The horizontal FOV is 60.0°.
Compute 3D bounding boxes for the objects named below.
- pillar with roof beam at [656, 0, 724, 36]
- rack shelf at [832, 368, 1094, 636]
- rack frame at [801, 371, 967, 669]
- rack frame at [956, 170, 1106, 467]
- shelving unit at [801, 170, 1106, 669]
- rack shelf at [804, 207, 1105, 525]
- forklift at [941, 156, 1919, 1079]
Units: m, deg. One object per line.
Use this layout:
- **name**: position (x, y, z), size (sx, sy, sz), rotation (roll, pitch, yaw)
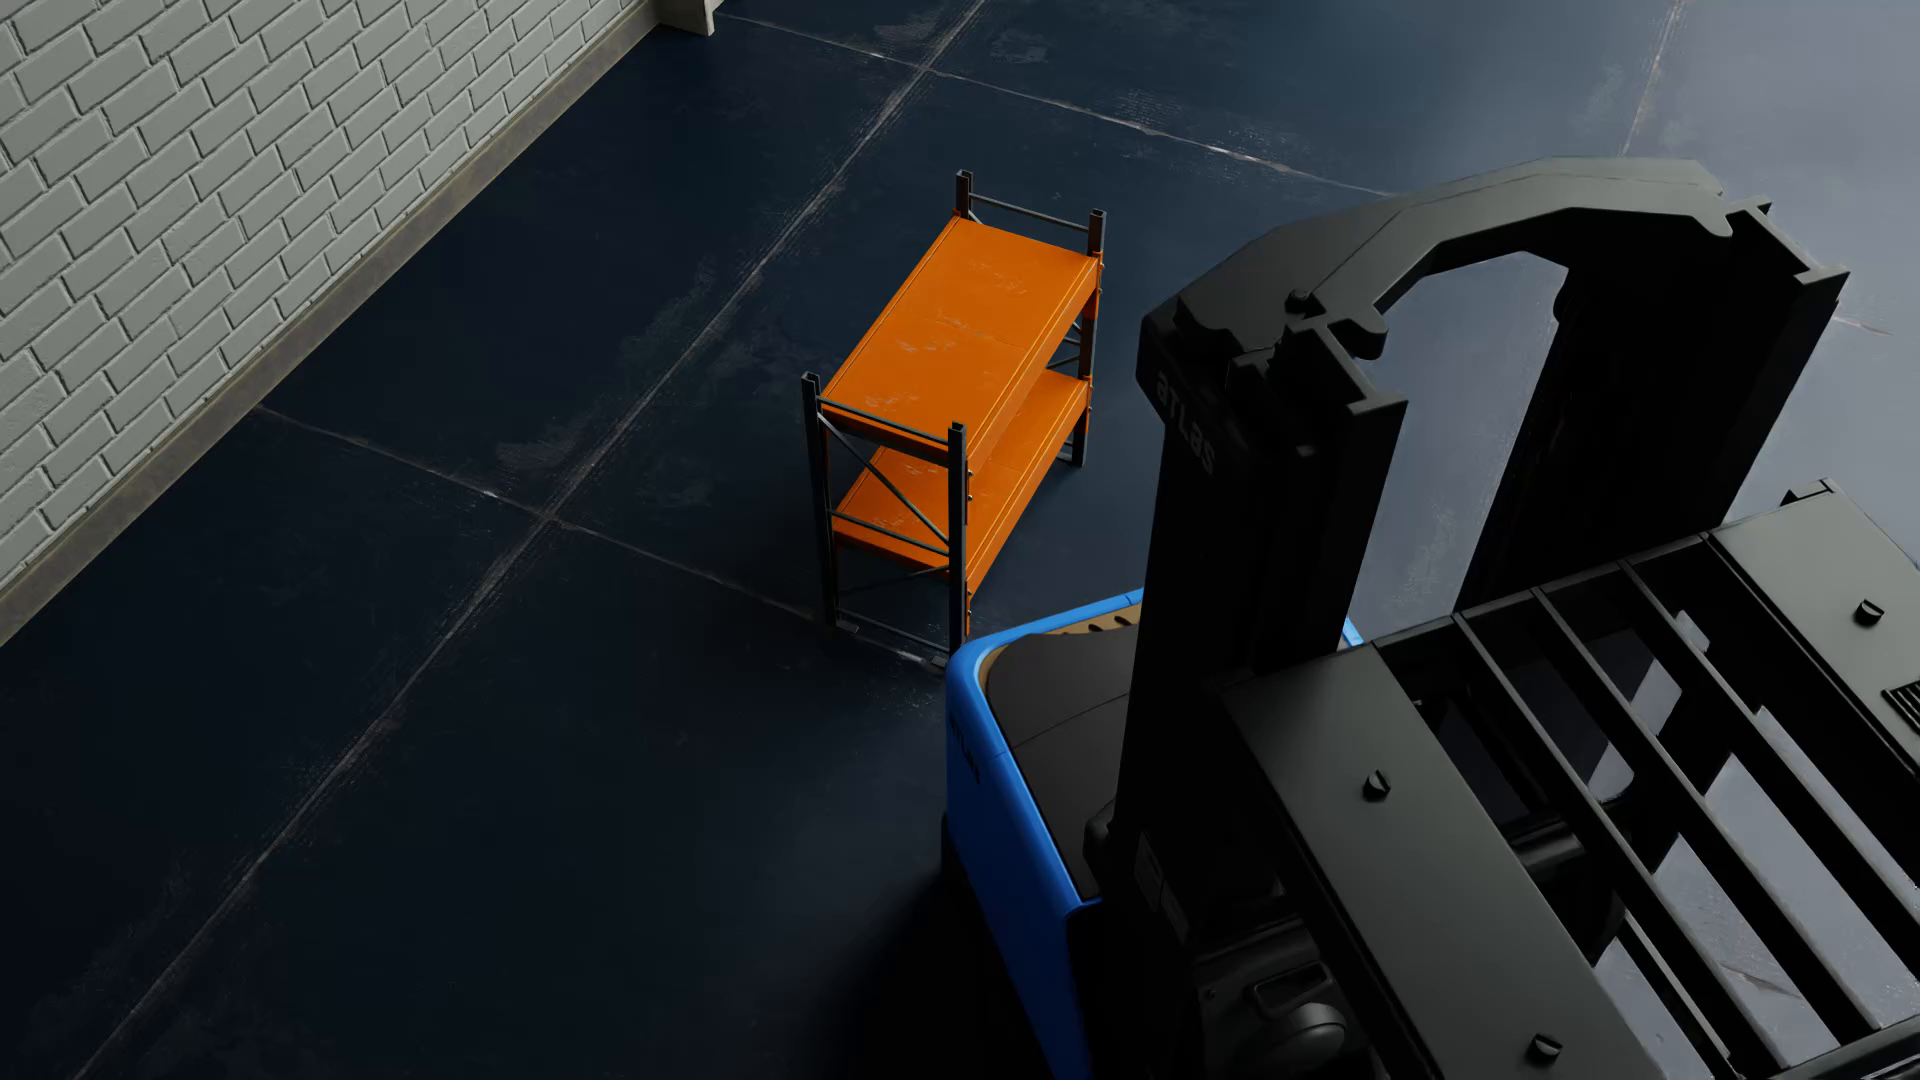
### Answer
- **pillar with roof beam**: position (2.667, -4.049, 3.286), size (9.100, 9.000, 0.400), rotation (20, 52, 16)
- **rack shelf**: position (0.003, -0.211, 5.512), size (0.538, 0.278, 1.000), rotation (20, 52, 16)
- **rack frame**: position (-0.214, -0.019, 5.028), size (0.500, 1.125, 0.032), rotation (20, 52, 16)
- **rack frame**: position (0.220, -0.719, 5.623), size (0.500, 1.125, 0.032), rotation (20, 52, 16)
- **shelving unit**: position (0.003, -0.369, 5.326), size (0.538, 1.125, 1.048), rotation (20, 52, 16)
- **rack shelf**: position (0.003, -0.559, 5.103), size (0.538, 0.278, 1.000), rotation (20, 52, 16)
- **forklift**: position (0.948, 0.932, 3.032), size (1.130, 2.935, 3.031), rotation (-16, 52, -13)
